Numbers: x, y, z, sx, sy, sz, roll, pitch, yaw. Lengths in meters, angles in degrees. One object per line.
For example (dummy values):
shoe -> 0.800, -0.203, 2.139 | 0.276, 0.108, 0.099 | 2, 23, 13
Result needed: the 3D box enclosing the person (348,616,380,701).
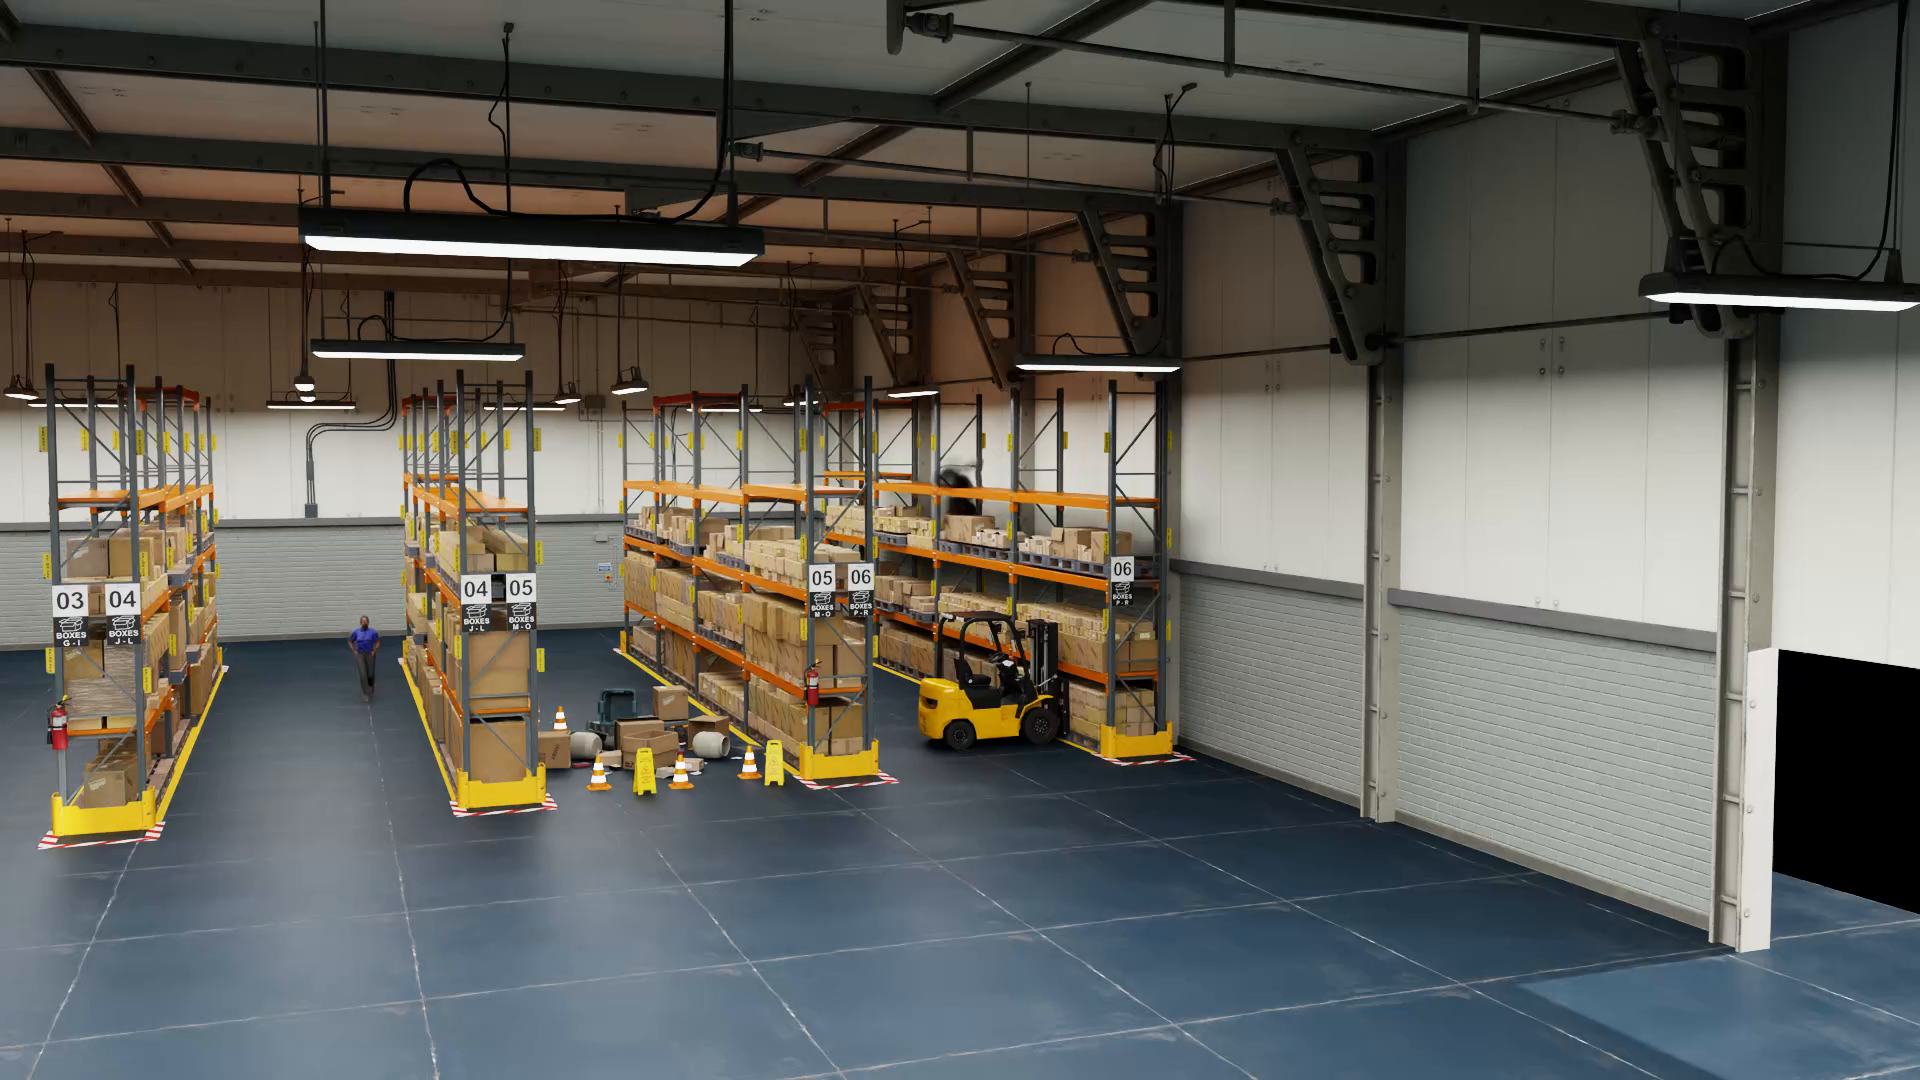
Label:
person -> -11.632, 2.297, 32.488 | 0.586, 1.637, 0.633 | -1, 4, -21
